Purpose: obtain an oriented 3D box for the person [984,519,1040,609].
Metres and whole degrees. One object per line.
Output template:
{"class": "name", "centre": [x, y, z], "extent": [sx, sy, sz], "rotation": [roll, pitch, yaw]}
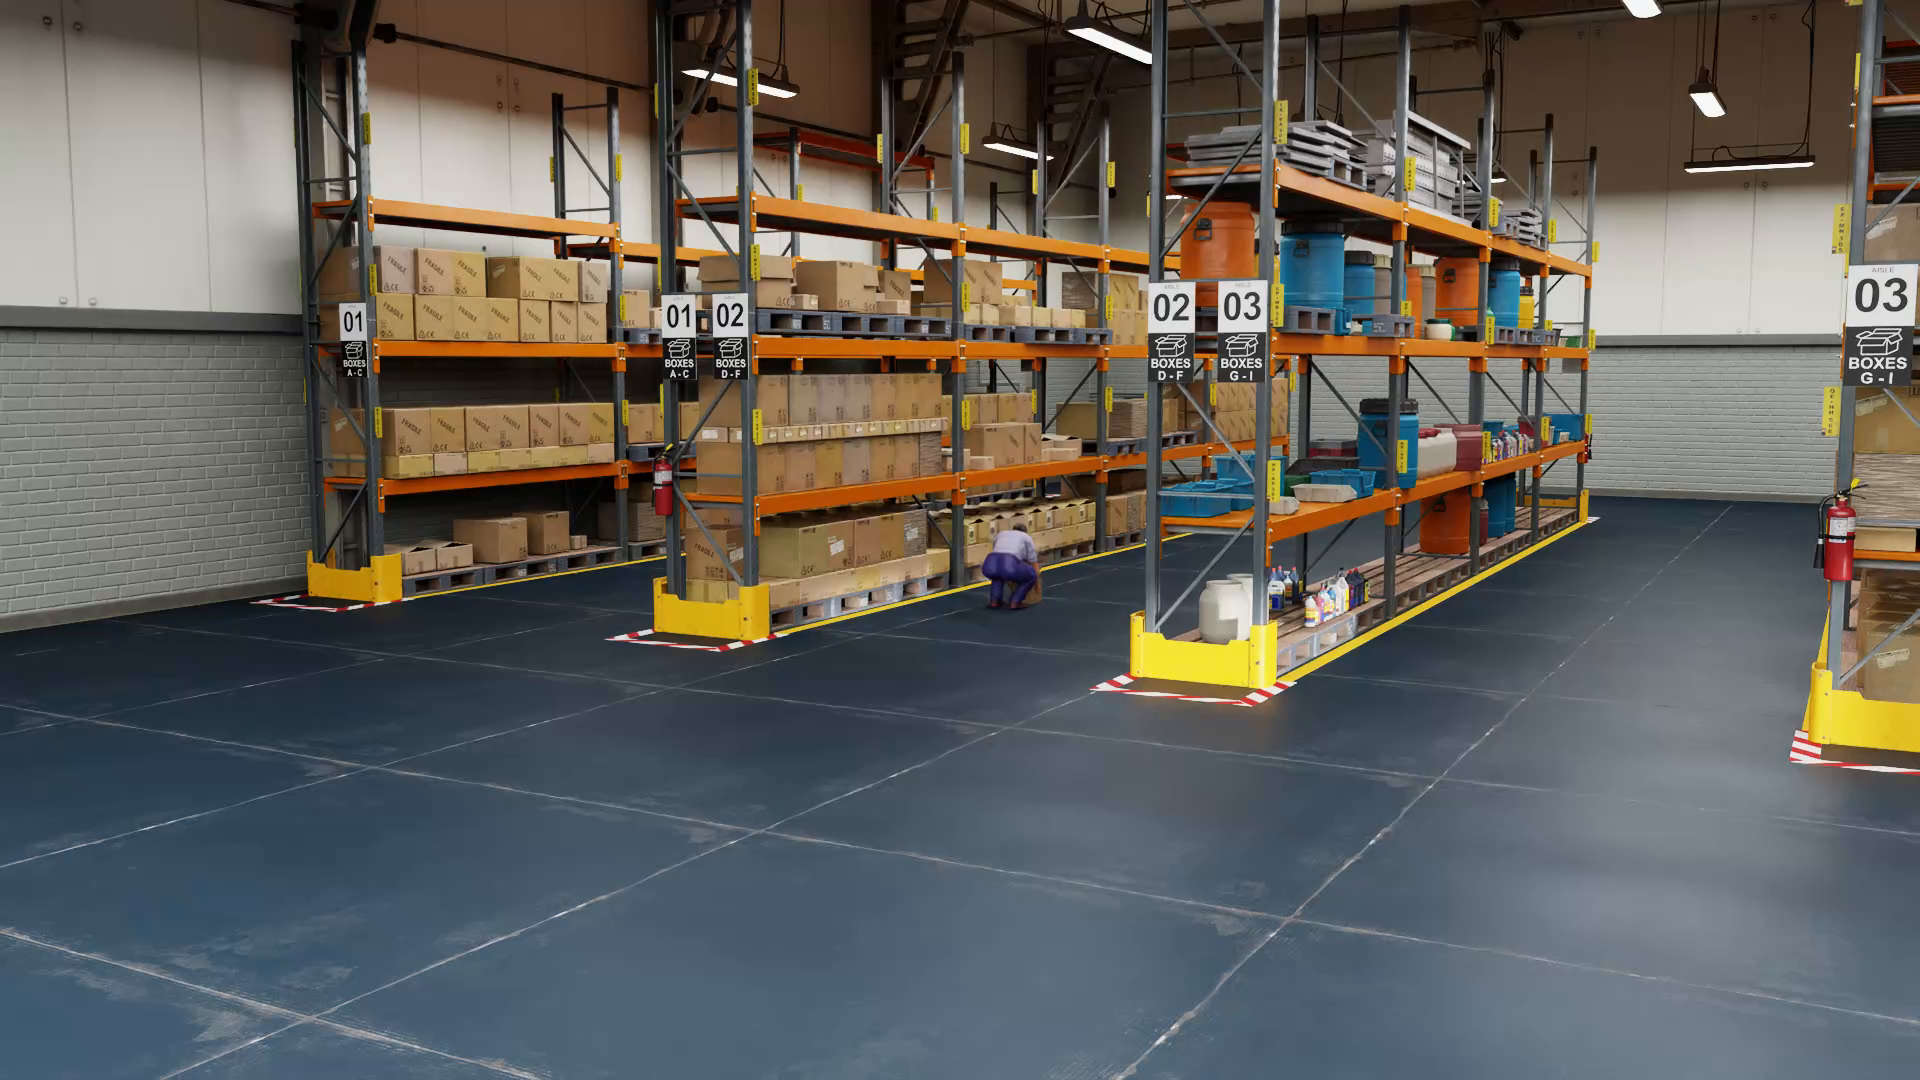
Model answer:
{"class": "person", "centre": [0.596, 0.227, 17.649], "extent": [0.476, 0.944, 0.852], "rotation": [3, 7, 26]}
